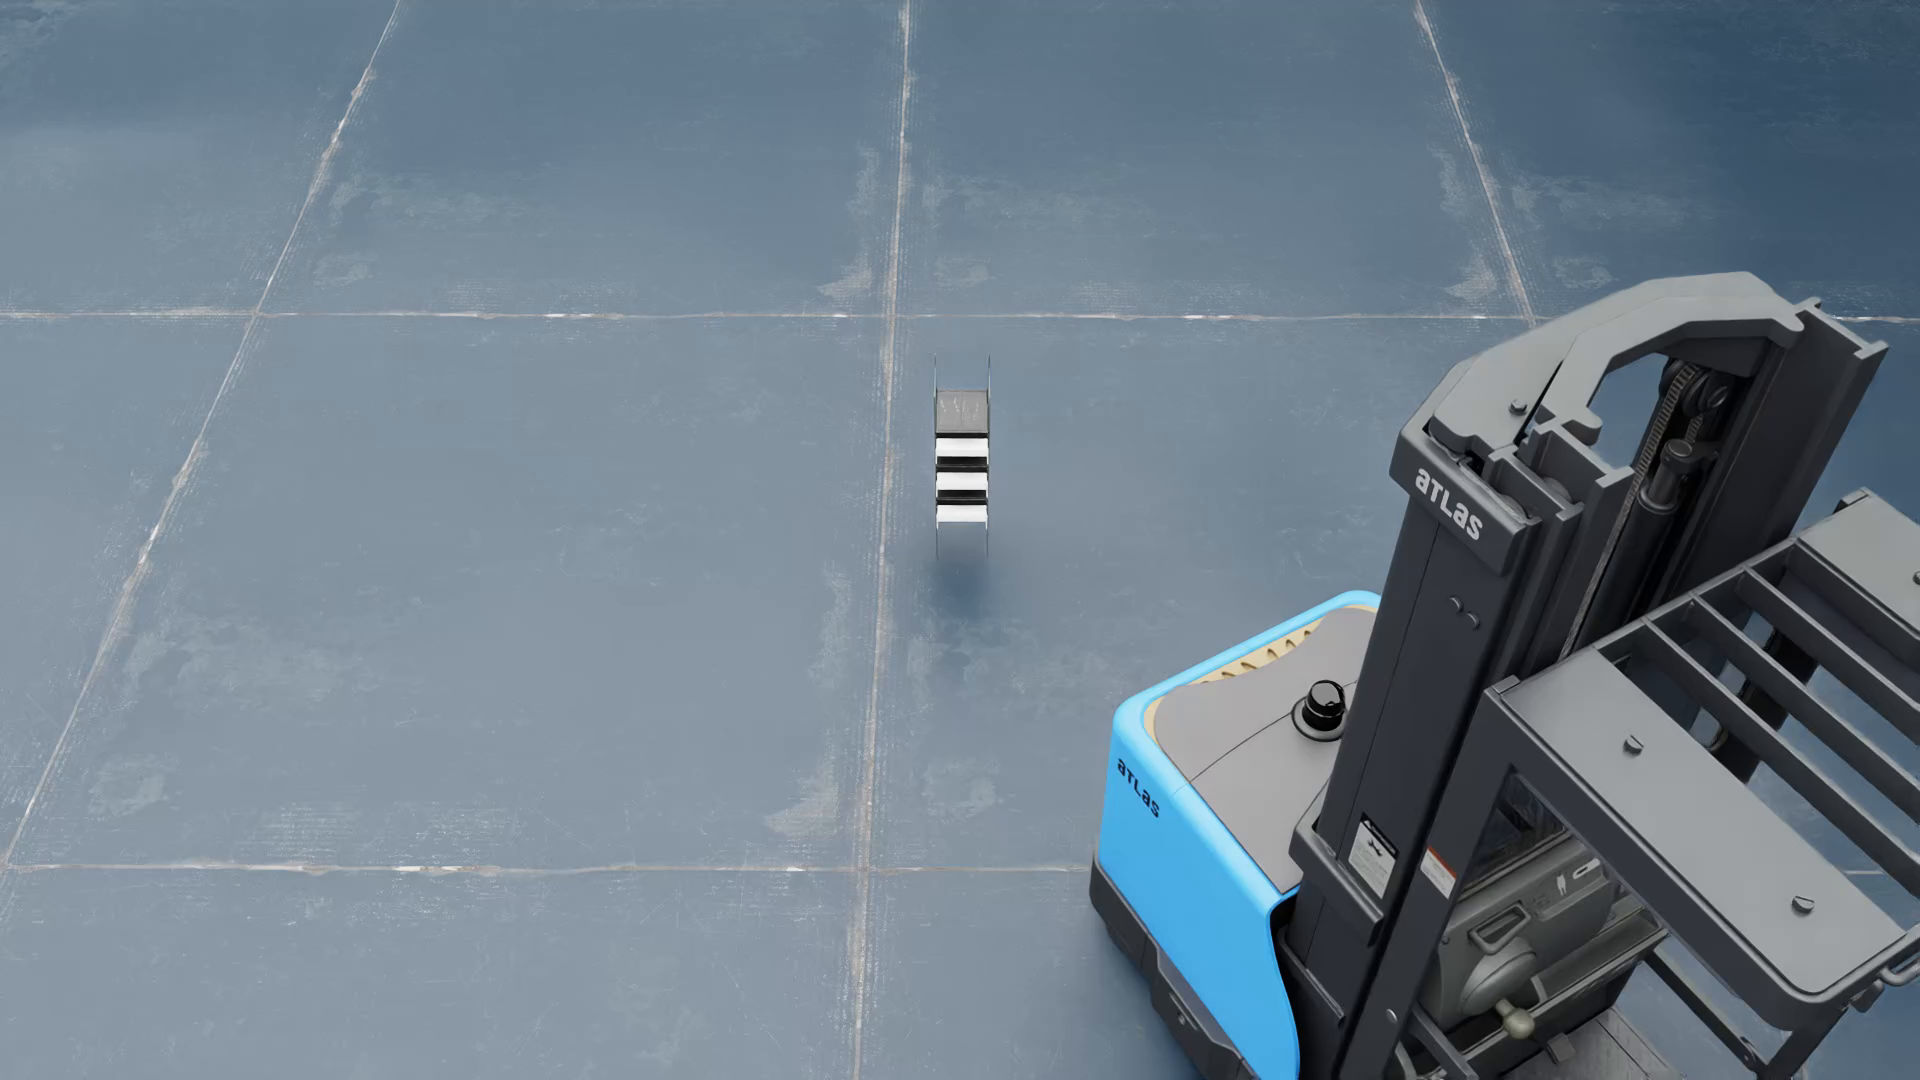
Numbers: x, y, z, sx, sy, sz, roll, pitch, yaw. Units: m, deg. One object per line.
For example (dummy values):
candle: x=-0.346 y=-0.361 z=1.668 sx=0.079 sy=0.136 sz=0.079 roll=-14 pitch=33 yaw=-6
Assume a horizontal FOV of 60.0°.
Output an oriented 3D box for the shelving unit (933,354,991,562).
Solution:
shelving unit: x=0.008 y=-0.307 z=6.501 sx=0.210 sy=0.900 sz=0.258 roll=0 pitch=47 yaw=0

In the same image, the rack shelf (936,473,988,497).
rack shelf: x=0.008 y=-0.284 z=6.526 sx=0.200 sy=0.077 sz=0.258 roll=0 pitch=47 yaw=0

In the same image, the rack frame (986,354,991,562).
rack frame: x=0.110 y=-0.306 z=6.501 sx=0.006 sy=0.900 sz=0.240 roll=0 pitch=47 yaw=0

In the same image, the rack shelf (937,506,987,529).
rack shelf: x=0.008 y=-0.161 z=6.658 sx=0.200 sy=0.077 sz=0.258 roll=0 pitch=47 yaw=0

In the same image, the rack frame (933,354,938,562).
rack frame: x=-0.094 y=-0.307 z=6.502 sx=0.006 sy=0.900 sz=0.240 roll=0 pitch=47 yaw=0

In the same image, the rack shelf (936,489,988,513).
rack shelf: x=0.008 y=-0.223 z=6.592 sx=0.200 sy=0.077 sz=0.258 roll=0 pitch=47 yaw=0

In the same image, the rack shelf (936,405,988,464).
rack shelf: x=0.008 y=-0.406 z=6.394 sx=0.200 sy=0.077 sz=0.258 roll=0 pitch=47 yaw=0

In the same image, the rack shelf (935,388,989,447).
rack shelf: x=0.008 y=-0.468 z=6.328 sx=0.200 sy=0.077 sz=0.258 roll=0 pitch=47 yaw=0

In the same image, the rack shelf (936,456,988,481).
rack shelf: x=0.008 y=-0.345 z=6.460 sx=0.200 sy=0.077 sz=0.258 roll=0 pitch=47 yaw=0

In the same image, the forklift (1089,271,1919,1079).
forklift: x=1.619 y=0.977 z=3.919 sx=1.130 sy=2.935 sz=3.031 roll=-23 pitch=51 yaw=-20
